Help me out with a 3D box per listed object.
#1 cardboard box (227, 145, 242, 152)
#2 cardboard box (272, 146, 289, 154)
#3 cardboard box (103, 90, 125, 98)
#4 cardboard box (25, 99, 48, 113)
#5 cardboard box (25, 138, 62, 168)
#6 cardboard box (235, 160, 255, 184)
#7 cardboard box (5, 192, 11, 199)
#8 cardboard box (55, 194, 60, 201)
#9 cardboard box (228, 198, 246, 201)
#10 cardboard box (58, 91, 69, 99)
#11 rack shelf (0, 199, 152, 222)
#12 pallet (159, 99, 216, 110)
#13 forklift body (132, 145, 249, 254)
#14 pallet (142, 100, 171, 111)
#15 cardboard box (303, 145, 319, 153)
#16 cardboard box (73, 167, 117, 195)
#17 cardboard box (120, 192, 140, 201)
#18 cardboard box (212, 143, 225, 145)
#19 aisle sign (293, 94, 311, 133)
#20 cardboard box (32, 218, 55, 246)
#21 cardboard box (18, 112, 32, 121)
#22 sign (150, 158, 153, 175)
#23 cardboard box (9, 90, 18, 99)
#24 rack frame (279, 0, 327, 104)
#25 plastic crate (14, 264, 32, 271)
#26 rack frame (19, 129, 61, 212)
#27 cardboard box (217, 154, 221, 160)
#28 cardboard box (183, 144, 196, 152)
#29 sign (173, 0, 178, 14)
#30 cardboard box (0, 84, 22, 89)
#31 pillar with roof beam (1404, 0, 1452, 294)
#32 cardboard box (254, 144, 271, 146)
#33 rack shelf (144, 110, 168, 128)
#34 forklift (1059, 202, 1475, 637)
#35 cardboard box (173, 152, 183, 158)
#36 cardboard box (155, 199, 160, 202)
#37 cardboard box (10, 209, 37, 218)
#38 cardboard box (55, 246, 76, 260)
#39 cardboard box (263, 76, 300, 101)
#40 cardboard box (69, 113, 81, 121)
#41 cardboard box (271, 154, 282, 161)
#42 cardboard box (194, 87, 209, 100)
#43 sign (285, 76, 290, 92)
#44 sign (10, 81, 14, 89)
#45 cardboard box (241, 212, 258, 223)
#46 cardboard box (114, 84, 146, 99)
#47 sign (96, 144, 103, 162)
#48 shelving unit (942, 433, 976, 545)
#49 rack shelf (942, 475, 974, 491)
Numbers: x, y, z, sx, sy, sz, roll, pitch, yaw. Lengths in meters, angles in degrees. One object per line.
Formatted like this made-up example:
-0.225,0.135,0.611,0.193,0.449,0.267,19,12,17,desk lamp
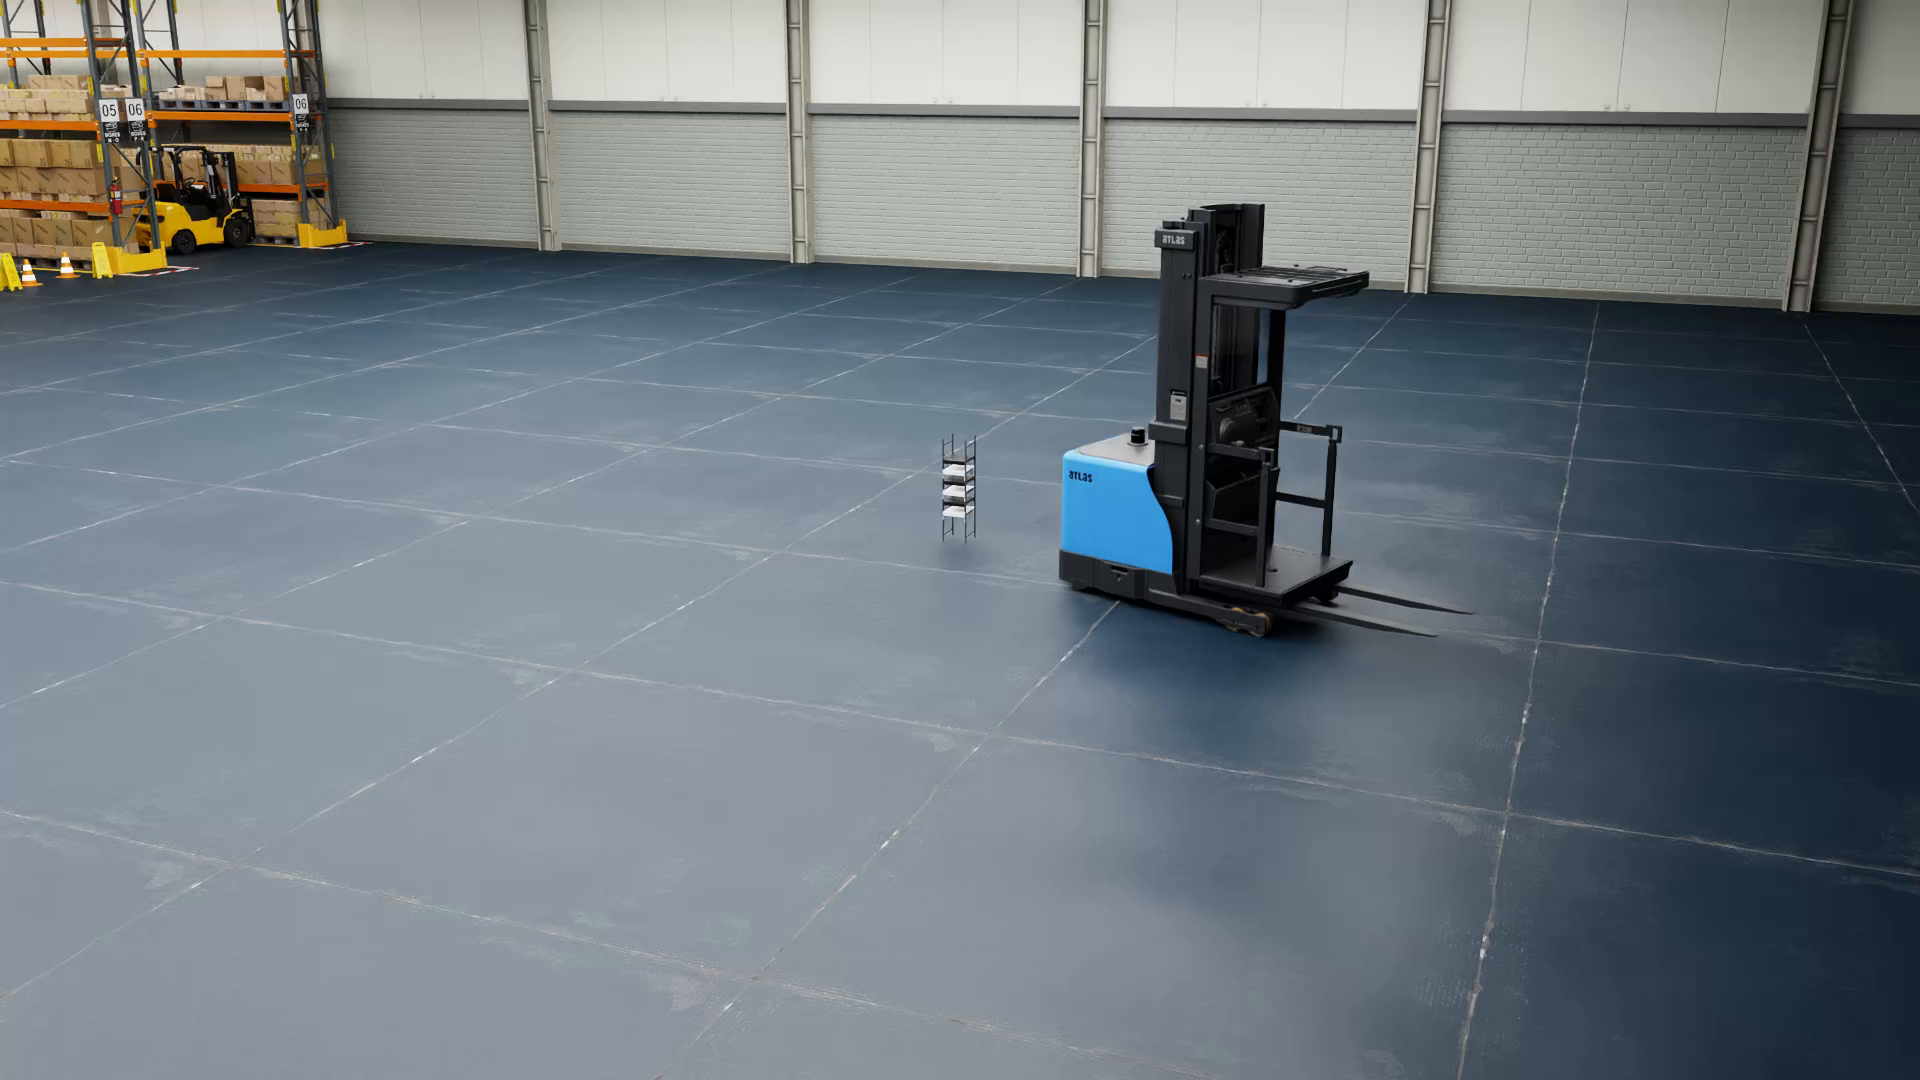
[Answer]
-15.840,-8.579,36.470,0.250,0.149,0.380,7,17,21,cardboard box
-14.652,-8.441,35.993,0.250,0.149,0.380,6,17,21,cardboard box
-16.074,-8.444,31.520,0.250,0.149,0.380,6,17,20,cardboard box
-17.345,-8.249,31.564,0.500,0.250,0.500,7,18,22,cardboard box
-17.354,-7.398,31.769,0.500,0.500,0.700,6,17,20,cardboard box
-15.511,-8.078,36.438,0.500,0.500,0.500,6,17,20,cardboard box
-18.375,-6.740,32.460,0.250,0.149,0.380,6,17,20,cardboard box
-17.189,-6.624,32.061,0.250,0.149,0.380,7,17,21,cardboard box
-15.962,-7.421,36.740,0.500,0.250,0.500,6,17,20,cardboard box
-16.711,-8.370,31.266,0.250,0.149,0.380,6,17,20,cardboard box
-17.679,-6.511,32.512,4.000,0.370,1.077,6,17,21,rack shelf
-16.919,-9.666,36.868,1.213,0.211,1.003,6,17,21,pallet
-16.434,-7.253,35.299,1.214,2.155,2.313,6,17,21,forklift body
-18.547,-9.784,37.459,1.217,0.209,0.805,6,17,18,pallet
-14.235,-8.532,36.306,0.250,0.149,0.380,6,17,20,cardboard box
-16.425,-6.827,31.596,0.500,0.500,0.500,6,17,20,cardboard box
-16.059,-6.620,32.046,0.250,0.149,0.380,6,17,21,cardboard box
-16.589,-8.827,37.324,0.250,0.149,0.380,6,17,20,cardboard box
-14.047,-9.105,35.494,0.004,0.787,0.394,6,17,21,aisle sign
-17.613,-6.013,32.341,0.500,0.500,0.500,6,17,19,cardboard box
-17.698,-8.081,31.701,0.250,0.149,0.380,6,17,20,cardboard box
-15.620,-7.208,32.071,0.005,0.325,0.100,6,17,21,sign
-17.890,-8.509,31.745,0.250,0.149,0.380,7,17,22,cardboard box
-14.001,-10.821,35.306,0.127,3.000,1.000,6,17,21,rack frame
-18.380,-5.286,32.237,0.583,0.080,0.402,0,16,1,plastic crate
-21.443,-8.758,38.961,0.127,3.000,1.000,6,17,21,rack frame
-16.091,-8.444,36.537,0.250,0.149,0.380,6,17,19,cardboard box
-17.017,-8.715,36.935,0.250,0.149,0.380,6,17,20,cardboard box
-17.495,-11.896,37.050,0.005,0.325,0.100,6,17,21,sign
-21.871,-10.419,38.324,0.250,0.149,0.380,7,18,22,cardboard box
6.429,-7.554,24.054,0.400,9.000,9.100,6,17,21,pillar with roof beam
-15.404,-8.693,36.860,0.250,0.149,0.380,6,17,19,cardboard box
-19.582,-9.648,37.939,4.000,0.370,1.077,6,17,21,rack shelf
2.227,-0.887,11.973,3.031,2.935,1.130,13,21,38,forklift
-17.280,-8.581,37.010,0.250,0.149,0.380,7,17,22,cardboard box
-18.211,-7.461,37.998,0.625,0.625,0.875,7,18,23,cardboard box
-18.265,-6.376,32.427,0.250,0.149,0.380,7,18,24,cardboard box
-17.148,-5.601,32.265,0.500,0.250,0.500,6,17,21,cardboard box
-14.502,-9.660,35.576,0.500,0.500,0.500,7,18,22,cardboard box
-16.497,-7.953,31.258,0.250,0.149,0.380,6,17,21,cardboard box
-14.675,-8.280,35.973,0.250,0.149,0.380,7,17,22,cardboard box
-16.453,-9.744,36.285,0.258,0.266,0.396,6,17,19,cardboard box
-14.213,-9.628,35.132,0.005,0.325,0.100,6,17,21,sign
-21.644,-10.306,37.987,0.005,0.325,0.100,6,17,21,sign
-15.519,-7.131,36.639,0.500,0.250,0.500,6,17,19,cardboard box
-18.484,-10.007,37.111,0.500,0.311,0.500,6,17,19,cardboard box
-16.041,-7.218,31.012,0.005,0.325,0.100,6,17,21,sign
-0.008,-0.433,14.051,0.210,0.900,0.258,6,17,21,shelving unit
-0.008,-0.487,14.035,0.200,0.077,0.258,6,17,21,rack shelf
